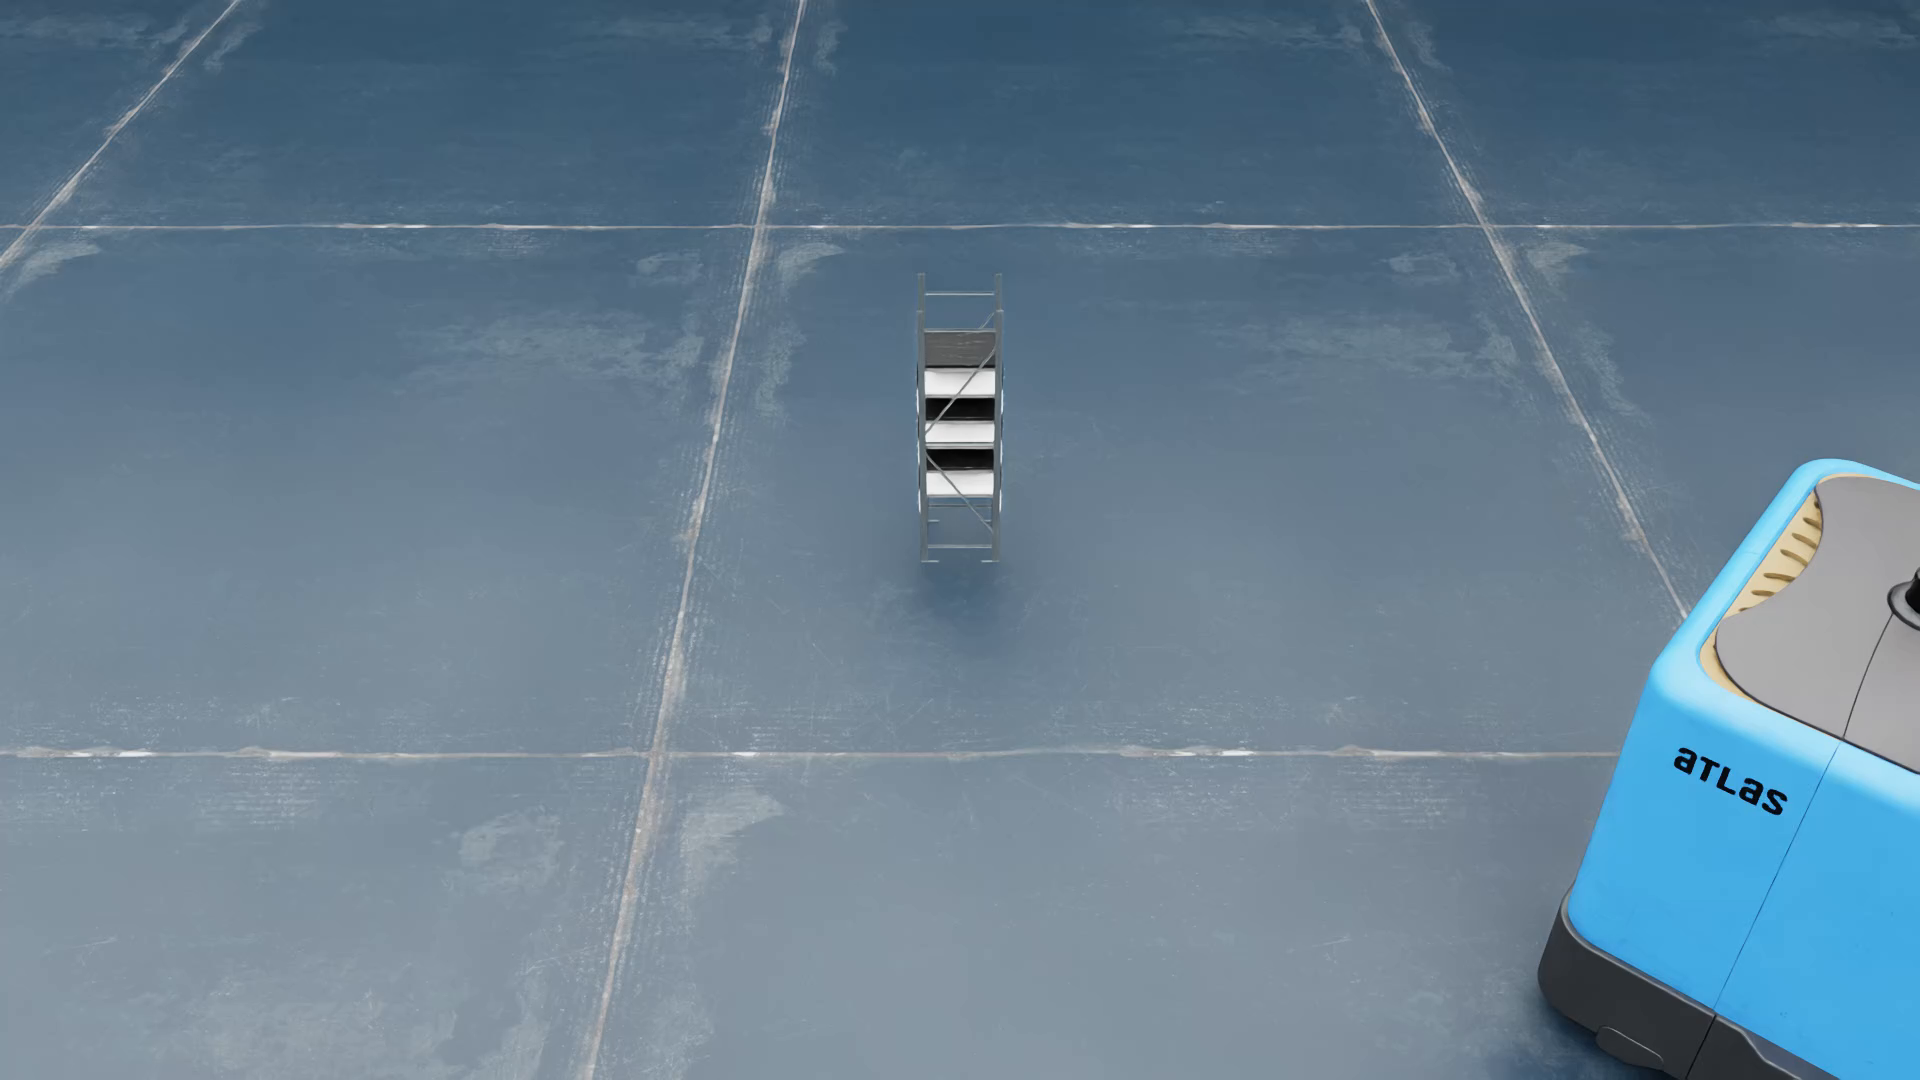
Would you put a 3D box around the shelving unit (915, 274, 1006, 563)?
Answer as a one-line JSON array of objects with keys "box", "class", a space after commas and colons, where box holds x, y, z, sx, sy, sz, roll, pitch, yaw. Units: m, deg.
[{"box": [0.000, -0.346, 4.962, 0.258, 0.900, 0.210, 0, 39, 0], "class": "shelving unit"}]

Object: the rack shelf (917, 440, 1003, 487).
[{"box": [0.000, -0.250, 5.039, 0.258, 0.077, 0.200, 0, 39, 0], "class": "rack shelf"}]

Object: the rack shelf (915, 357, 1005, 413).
[{"box": [0.000, -0.461, 4.871, 0.258, 0.077, 0.200, 0, 39, 0], "class": "rack shelf"}]

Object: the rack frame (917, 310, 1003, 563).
[{"box": [0.000, -0.282, 4.883, 0.240, 0.900, 0.006, 0, 39, 0], "class": "rack frame"}]

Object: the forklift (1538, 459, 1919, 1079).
[{"box": [2.798, 0.303, 2.528, 3.031, 2.935, 1.130, 27, 46, 30], "class": "forklift"}]

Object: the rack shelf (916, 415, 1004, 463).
[{"box": [0.000, -0.320, 4.983, 0.258, 0.077, 0.200, 0, 39, 0], "class": "rack shelf"}]

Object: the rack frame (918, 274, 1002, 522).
[{"box": [0.000, -0.410, 5.042, 0.240, 0.900, 0.006, 0, 39, 0], "class": "rack frame"}]

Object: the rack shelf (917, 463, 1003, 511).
[{"box": [0.000, -0.180, 5.096, 0.258, 0.077, 0.200, 0, 39, 0], "class": "rack shelf"}]

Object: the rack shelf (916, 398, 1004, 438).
[{"box": [0.000, -0.390, 4.927, 0.258, 0.077, 0.200, 0, 39, 0], "class": "rack shelf"}]

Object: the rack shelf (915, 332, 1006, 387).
[{"box": [0.000, -0.531, 4.814, 0.258, 0.077, 0.200, 0, 39, 0], "class": "rack shelf"}]
